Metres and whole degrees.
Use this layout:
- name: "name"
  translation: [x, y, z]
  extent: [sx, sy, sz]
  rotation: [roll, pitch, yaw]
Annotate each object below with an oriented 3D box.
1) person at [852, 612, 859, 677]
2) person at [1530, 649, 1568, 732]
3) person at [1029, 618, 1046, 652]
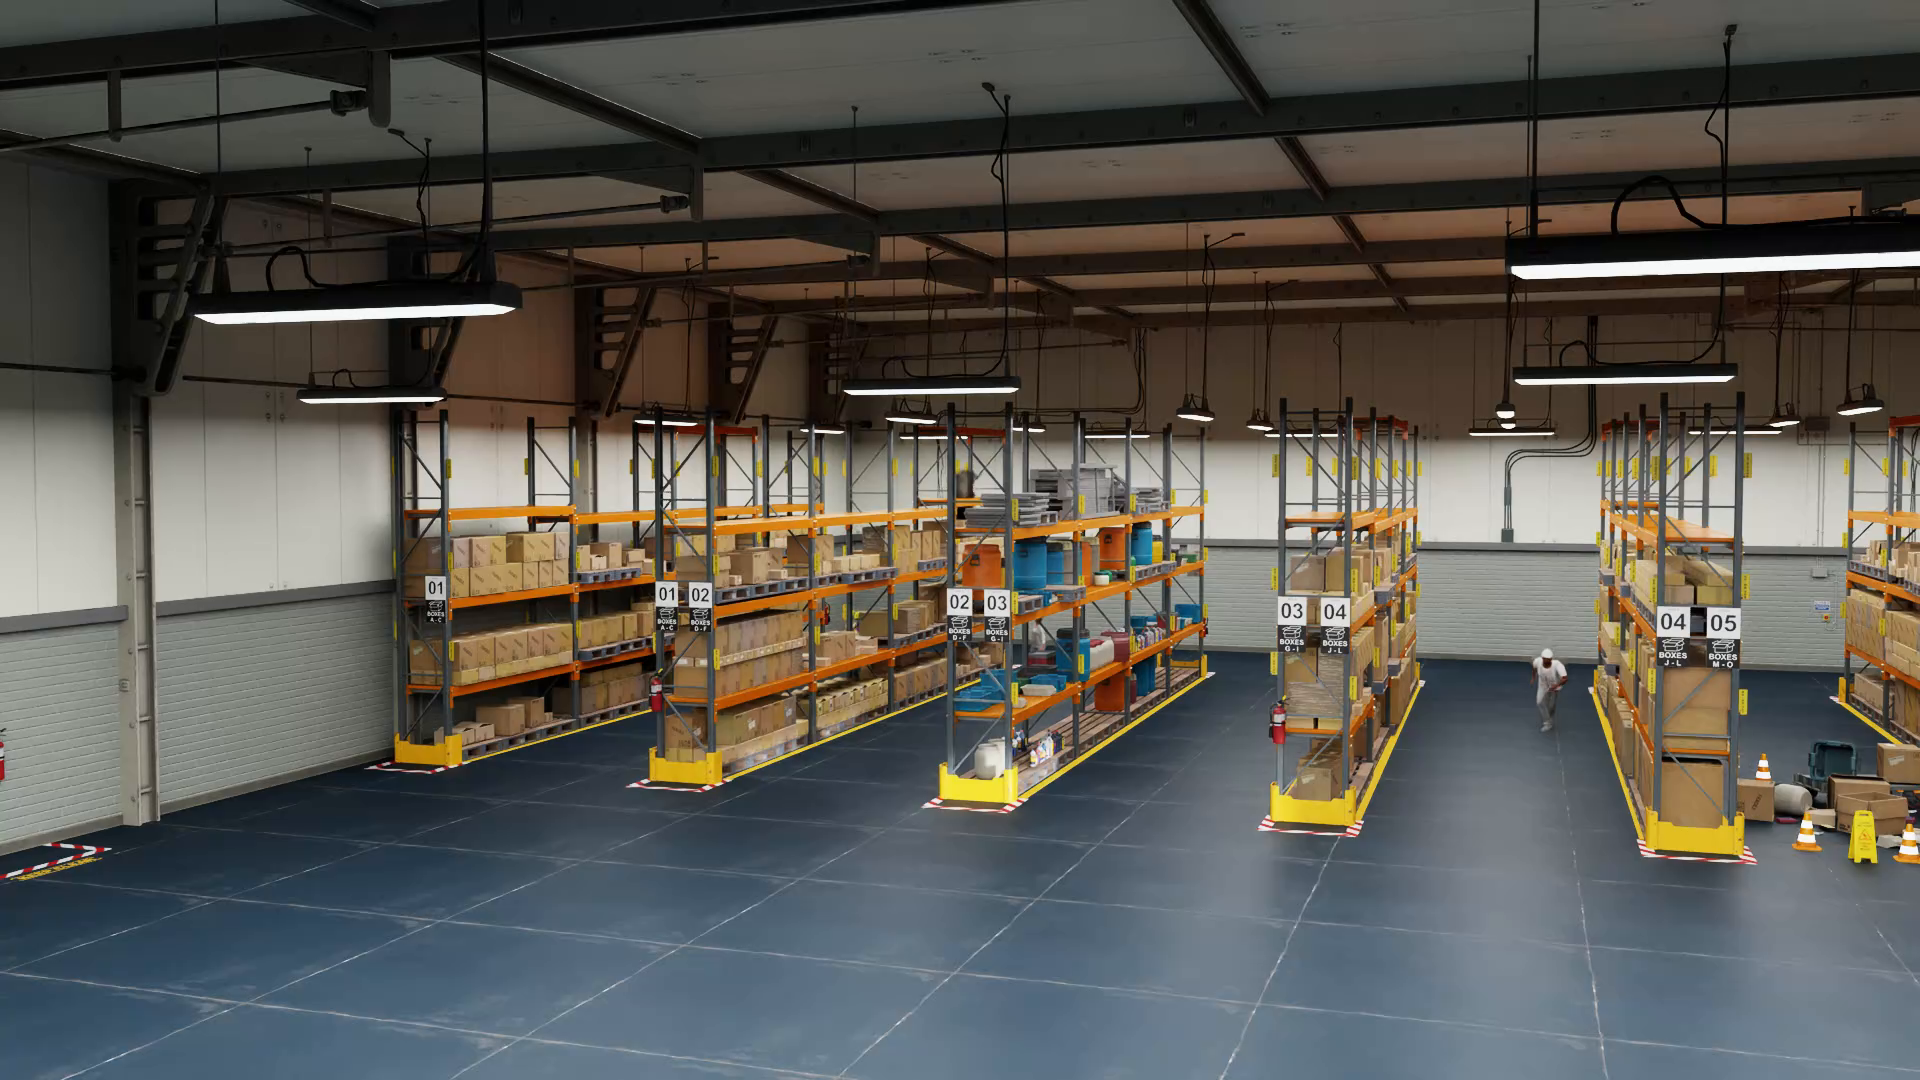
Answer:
- name: "person"
  translation: [-2.299, 2.507, 38.137]
  extent: [0.638, 1.733, 0.600]
  rotation: [0, 2, -11]
- name: "person"
  translation: [11.313, 2.838, 31.865]
  extent: [0.711, 1.593, 1.140]
  rotation: [1, 3, 30]
- name: "person"
  translation: [1.841, 2.530, 39.197]
  extent: [0.534, 1.607, 0.430]
  rotation: [2, 3, 43]
